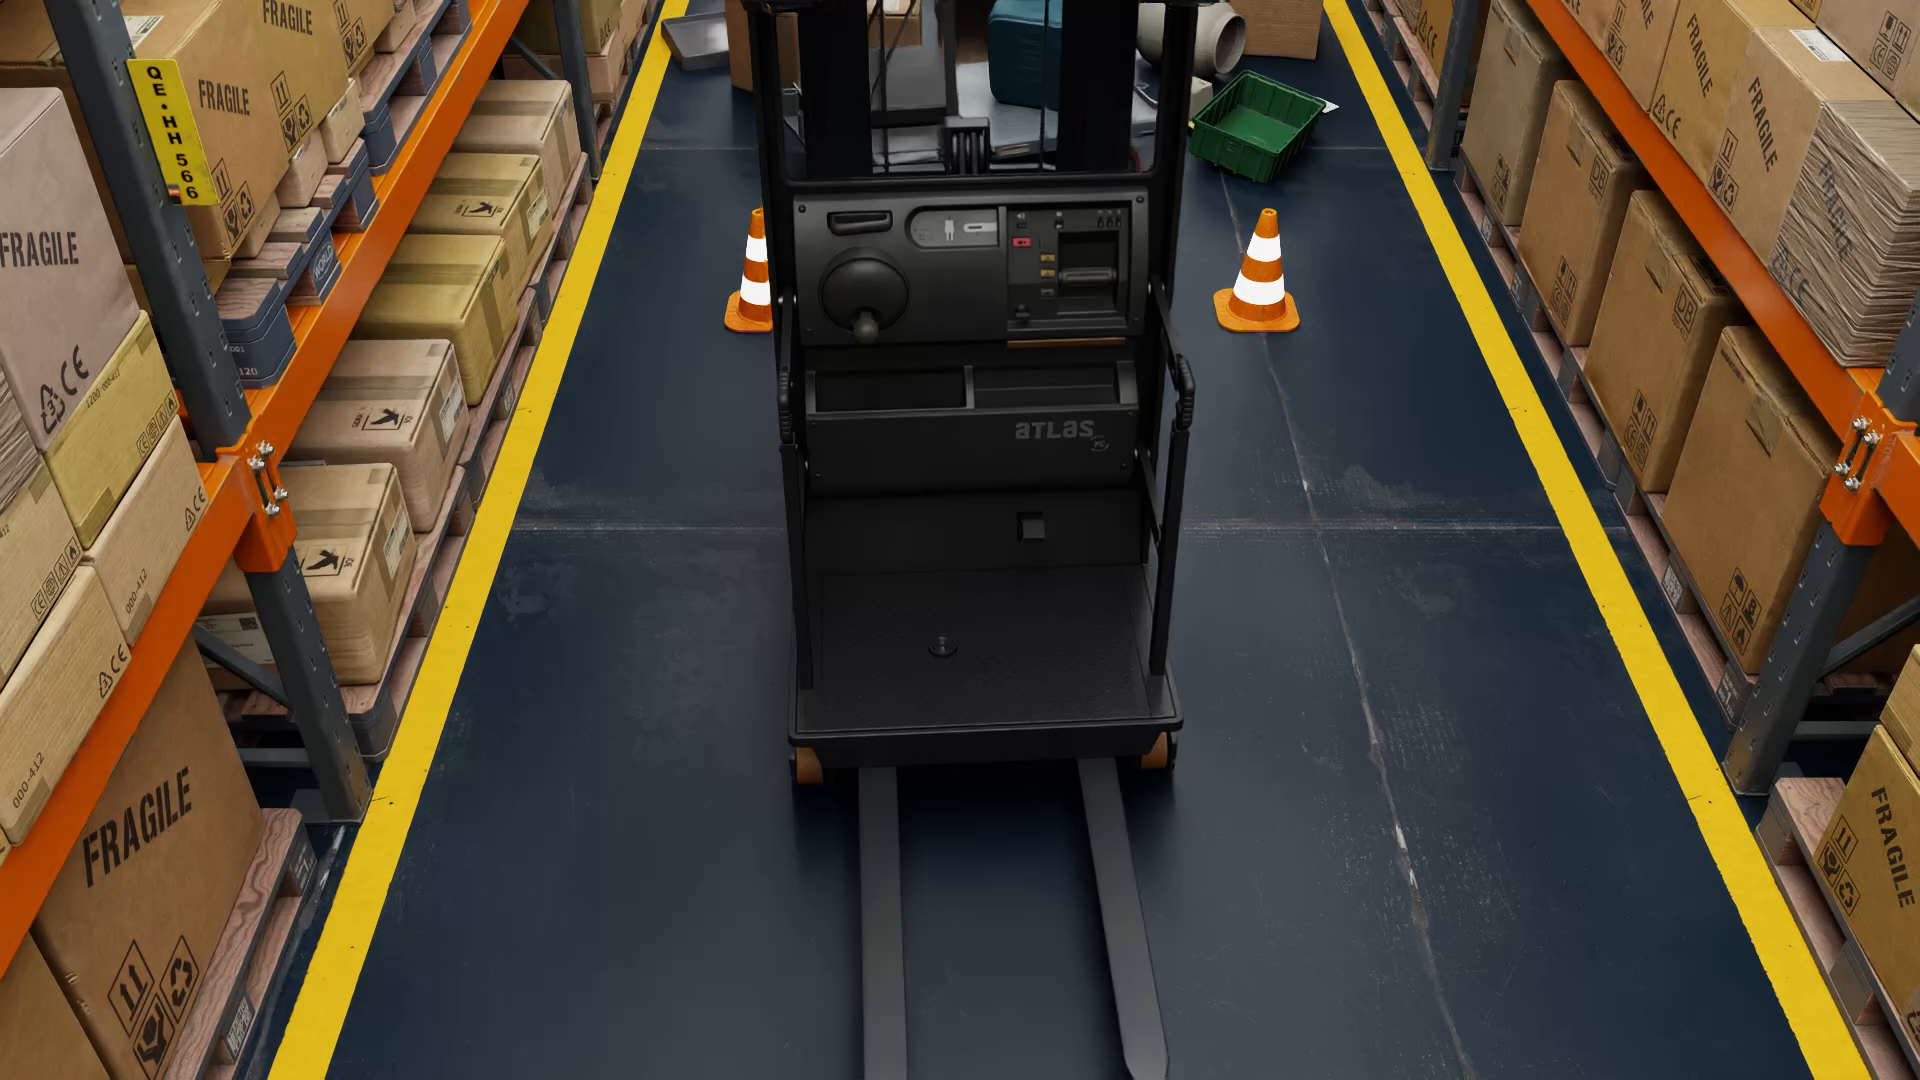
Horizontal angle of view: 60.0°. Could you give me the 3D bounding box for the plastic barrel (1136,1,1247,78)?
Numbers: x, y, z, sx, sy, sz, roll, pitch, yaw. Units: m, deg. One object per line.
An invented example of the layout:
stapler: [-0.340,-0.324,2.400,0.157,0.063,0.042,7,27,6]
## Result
plastic barrel: [1.207,-2.668,8.740,0.512,0.421,0.421,28,46,30]

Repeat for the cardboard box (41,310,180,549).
cardboard box: [-1.948,-0.230,3.359,0.500,0.250,0.500,0,39,0]

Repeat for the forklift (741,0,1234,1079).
forklift: [0.047,-0.644,4.210,1.130,2.935,3.031,-2,39,-3]

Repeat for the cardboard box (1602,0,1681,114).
cardboard box: [2.474,-1.729,5.429,0.500,0.500,0.500,1,39,1]

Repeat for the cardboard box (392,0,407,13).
cardboard box: [-1.980,-1.968,5.153,0.500,0.500,0.500,-1,39,-2]

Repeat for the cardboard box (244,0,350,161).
cardboard box: [-1.979,-1.323,4.349,0.500,0.500,0.500,2,39,2]

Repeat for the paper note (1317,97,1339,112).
paper note: [1.836,-2.226,8.503,0.147,0.020,0.142,-28,46,-30]

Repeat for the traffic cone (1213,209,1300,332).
traffic cone: [1.234,-1.135,6.796,0.336,0.463,0.334,0,39,0]

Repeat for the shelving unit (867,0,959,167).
shelving unit: [-0.222,-1.432,5.827,0.431,2.100,0.503,-4,42,-2]

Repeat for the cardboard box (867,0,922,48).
cardboard box: [-0.427,-2.238,7.537,0.500,0.500,0.500,0,39,0]

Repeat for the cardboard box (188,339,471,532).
cardboard box: [-2.202,-0.350,5.553,0.950,0.372,0.625,-1,39,-1]

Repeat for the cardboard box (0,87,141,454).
cardboard box: [-1.941,-0.503,3.099,0.500,0.500,0.500,-1,39,-1]

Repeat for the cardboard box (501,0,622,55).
cardboard box: [-1.938,-2.651,7.922,0.500,0.500,0.500,2,39,2]

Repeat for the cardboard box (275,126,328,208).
cardboard box: [-1.938,-1.014,4.481,0.380,0.149,0.250,-2,39,-3]

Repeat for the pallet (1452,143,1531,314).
pallet: [2.819,-1.394,7.321,1.003,0.211,1.213,0,39,0]

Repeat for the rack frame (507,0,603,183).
rack frame: [-2.207,-2.898,6.968,1.000,3.000,0.127,0,39,0]

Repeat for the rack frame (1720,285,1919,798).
rack frame: [2.747,-0.463,3.929,1.000,3.000,0.127,0,39,0]

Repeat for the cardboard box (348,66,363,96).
cardboard box: [-1.996,-1.336,4.884,0.380,0.149,0.250,2,39,3]

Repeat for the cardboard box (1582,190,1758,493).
cardboard box: [2.832,-0.677,5.659,1.050,0.750,0.750,1,39,1]

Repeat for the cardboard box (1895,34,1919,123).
cardboard box: [2.757,-1.173,3.936,0.700,0.500,0.500,0,39,0]

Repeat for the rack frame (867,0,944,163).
rack frame: [-0.242,-1.593,6.010,0.400,2.100,0.015,-4,42,-2]

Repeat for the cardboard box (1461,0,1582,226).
cardboard box: [2.833,-1.863,7.139,1.050,0.750,0.750,0,39,0]

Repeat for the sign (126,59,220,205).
sign: [-1.648,-0.851,3.487,0.100,0.325,0.005,0,39,0]

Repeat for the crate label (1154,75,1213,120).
crate label: [1.140,-2.265,8.466,0.298,0.136,0.250,-28,46,-30]

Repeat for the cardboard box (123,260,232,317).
cardboard box: [-2.017,-0.666,4.047,0.380,0.149,0.250,-2,39,-3]

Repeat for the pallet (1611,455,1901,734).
pallet: [2.822,0.132,5.417,1.003,0.211,1.213,0,39,0]

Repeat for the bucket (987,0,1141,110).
bucket: [0.437,-2.364,7.703,0.726,0.611,0.620,13,50,15]

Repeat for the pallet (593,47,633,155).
pallet: [-2.243,-2.230,8.364,1.003,0.211,1.213,0,39,0]

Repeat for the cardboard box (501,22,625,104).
cardboard box: [-1.938,-2.358,8.157,0.500,0.250,0.500,-2,39,-2]

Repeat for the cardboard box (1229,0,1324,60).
cardboard box: [1.715,-2.960,9.042,0.500,0.500,0.500,6,39,8]

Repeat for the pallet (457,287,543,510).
pallet: [-2.201,-0.558,6.278,1.003,0.211,1.213,0,39,0]

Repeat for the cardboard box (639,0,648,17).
cardboard box: [-1.953,-3.024,8.987,0.500,0.250,0.500,-1,39,-1]

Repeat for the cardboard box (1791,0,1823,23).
cardboard box: [2.752,-1.810,4.731,0.700,0.500,0.500,-1,39,-1]

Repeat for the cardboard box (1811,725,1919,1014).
cardboard box: [2.493,0.791,4.028,0.500,0.500,0.500,-2,39,-2]

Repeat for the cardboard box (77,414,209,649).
cardboard box: [-1.942,-0.022,3.499,0.500,0.250,0.500,-1,39,-2]

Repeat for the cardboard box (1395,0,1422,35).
cardboard box: [2.807,-3.256,8.778,0.875,0.875,0.875,0,39,0]

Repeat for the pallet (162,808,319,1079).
pallet: [-2.277,1.185,4.103,1.003,0.211,1.213,0,39,0]

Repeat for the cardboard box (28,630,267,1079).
cardboard box: [-2.285,0.701,3.840,0.875,0.875,0.875,0,39,0]

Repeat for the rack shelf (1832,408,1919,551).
rack shelf: [2.750,1.068,2.594,1.077,0.370,4.000,0,39,0]

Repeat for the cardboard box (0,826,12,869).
cardboard box: [-1.942,0.612,2.707,0.500,0.250,0.500,0,39,-1]

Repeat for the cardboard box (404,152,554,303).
cardboard box: [-2.200,-1.259,6.688,0.950,0.372,0.625,2,39,3]

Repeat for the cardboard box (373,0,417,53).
cardboard box: [-1.971,-1.676,5.308,0.380,0.149,0.250,1,39,1]

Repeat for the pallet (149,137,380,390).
pallet: [-2.310,-0.767,4.462,1.213,0.211,1.003,0,39,0]

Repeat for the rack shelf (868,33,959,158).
rack shelf: [-0.222,-1.422,5.837,0.431,0.518,0.480,-4,42,-2]

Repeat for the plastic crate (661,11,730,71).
plastic crate: [-1.389,-2.741,9.106,0.402,0.080,0.583,-13,40,-16]

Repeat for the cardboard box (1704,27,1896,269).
cardboard box: [2.479,-1.096,4.639,0.500,0.500,0.500,0,39,0]

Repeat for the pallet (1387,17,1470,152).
pallet: [2.820,-2.352,8.516,1.003,0.211,1.213,0,39,0]

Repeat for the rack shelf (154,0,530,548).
rack shelf: [-2.205,-1.367,5.632,1.077,0.370,4.000,0,39,0]
